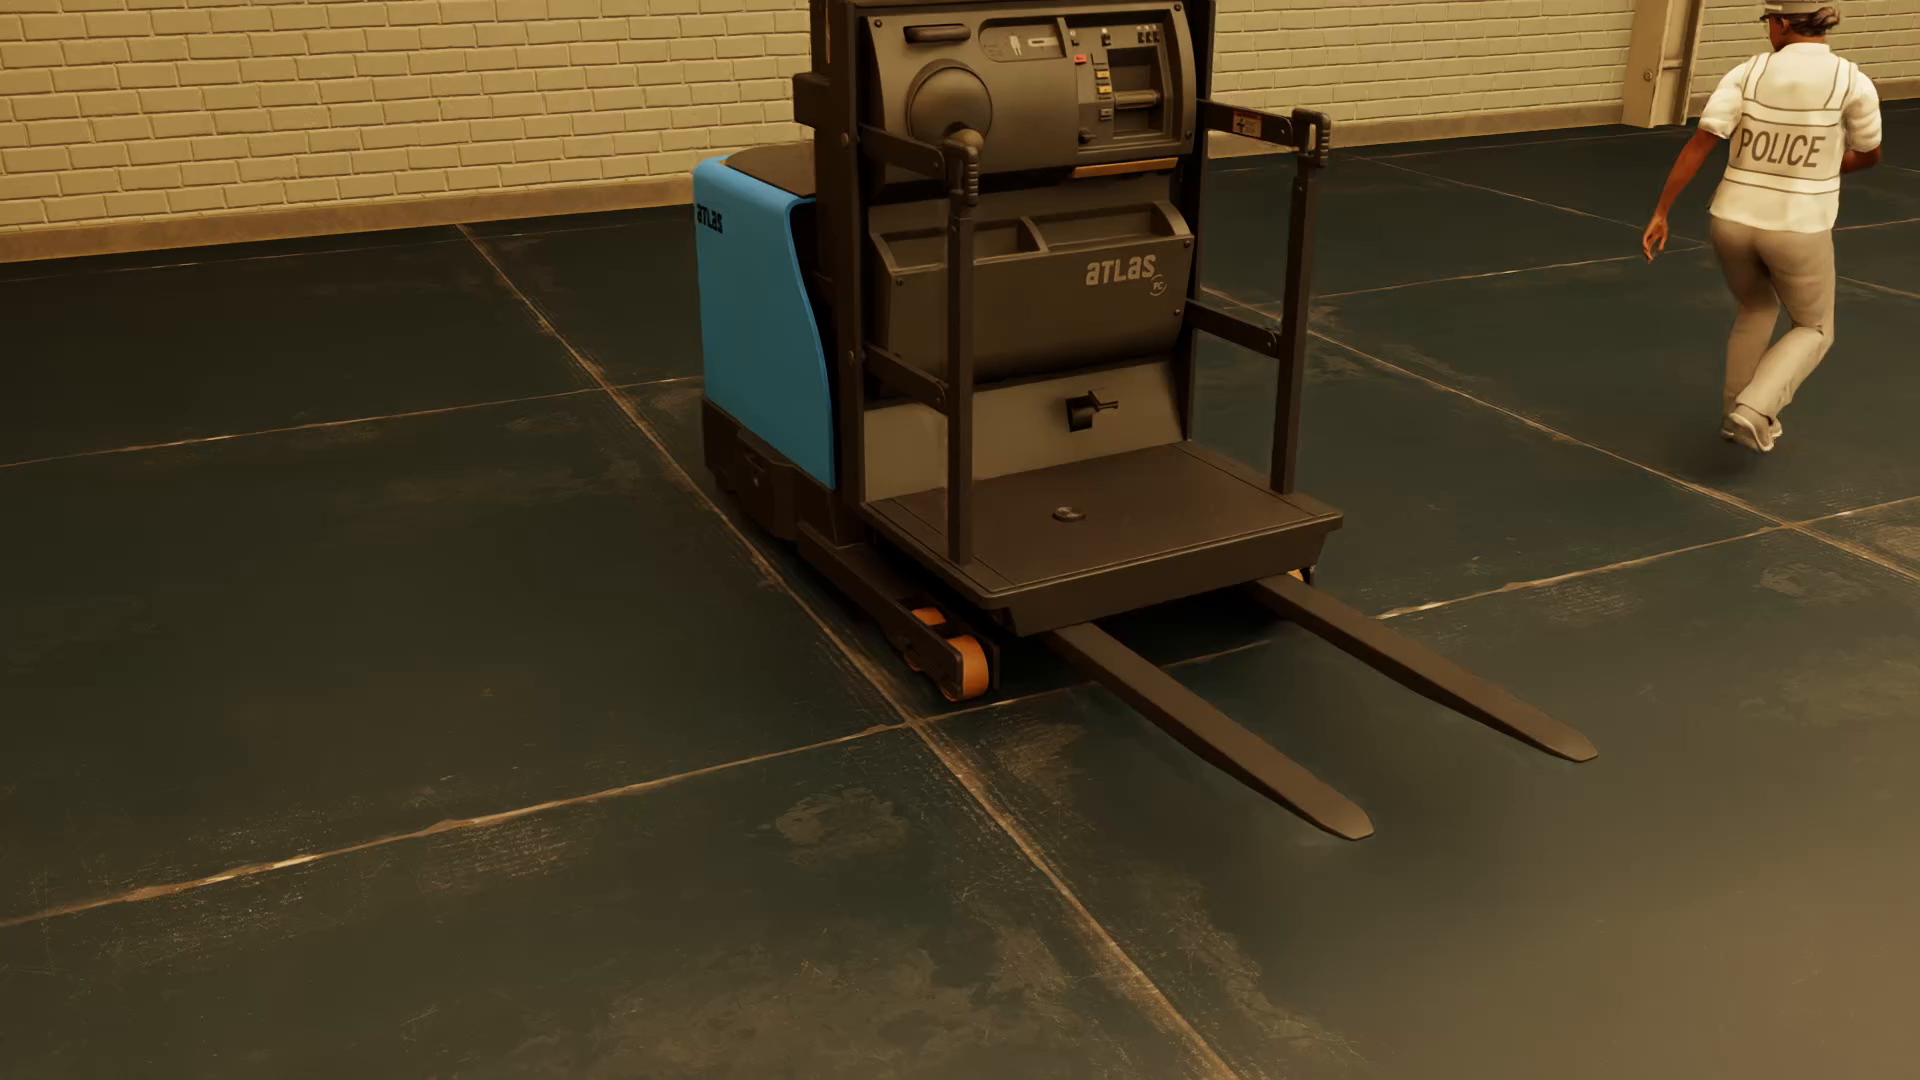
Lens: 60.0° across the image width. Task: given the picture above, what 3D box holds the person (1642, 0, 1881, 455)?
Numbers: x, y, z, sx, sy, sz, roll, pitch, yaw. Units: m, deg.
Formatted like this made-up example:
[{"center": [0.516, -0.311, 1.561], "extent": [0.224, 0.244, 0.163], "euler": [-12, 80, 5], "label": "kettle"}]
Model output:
[{"center": [2.732, -1.066, 5.614], "extent": [0.640, 1.599, 0.548], "euler": [-19, 29, -37], "label": "person"}]

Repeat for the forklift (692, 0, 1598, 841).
[{"center": [0.304, -1.149, 4.052], "extent": [1.130, 2.935, 3.031], "euler": [-12, 25, -27], "label": "forklift"}]
